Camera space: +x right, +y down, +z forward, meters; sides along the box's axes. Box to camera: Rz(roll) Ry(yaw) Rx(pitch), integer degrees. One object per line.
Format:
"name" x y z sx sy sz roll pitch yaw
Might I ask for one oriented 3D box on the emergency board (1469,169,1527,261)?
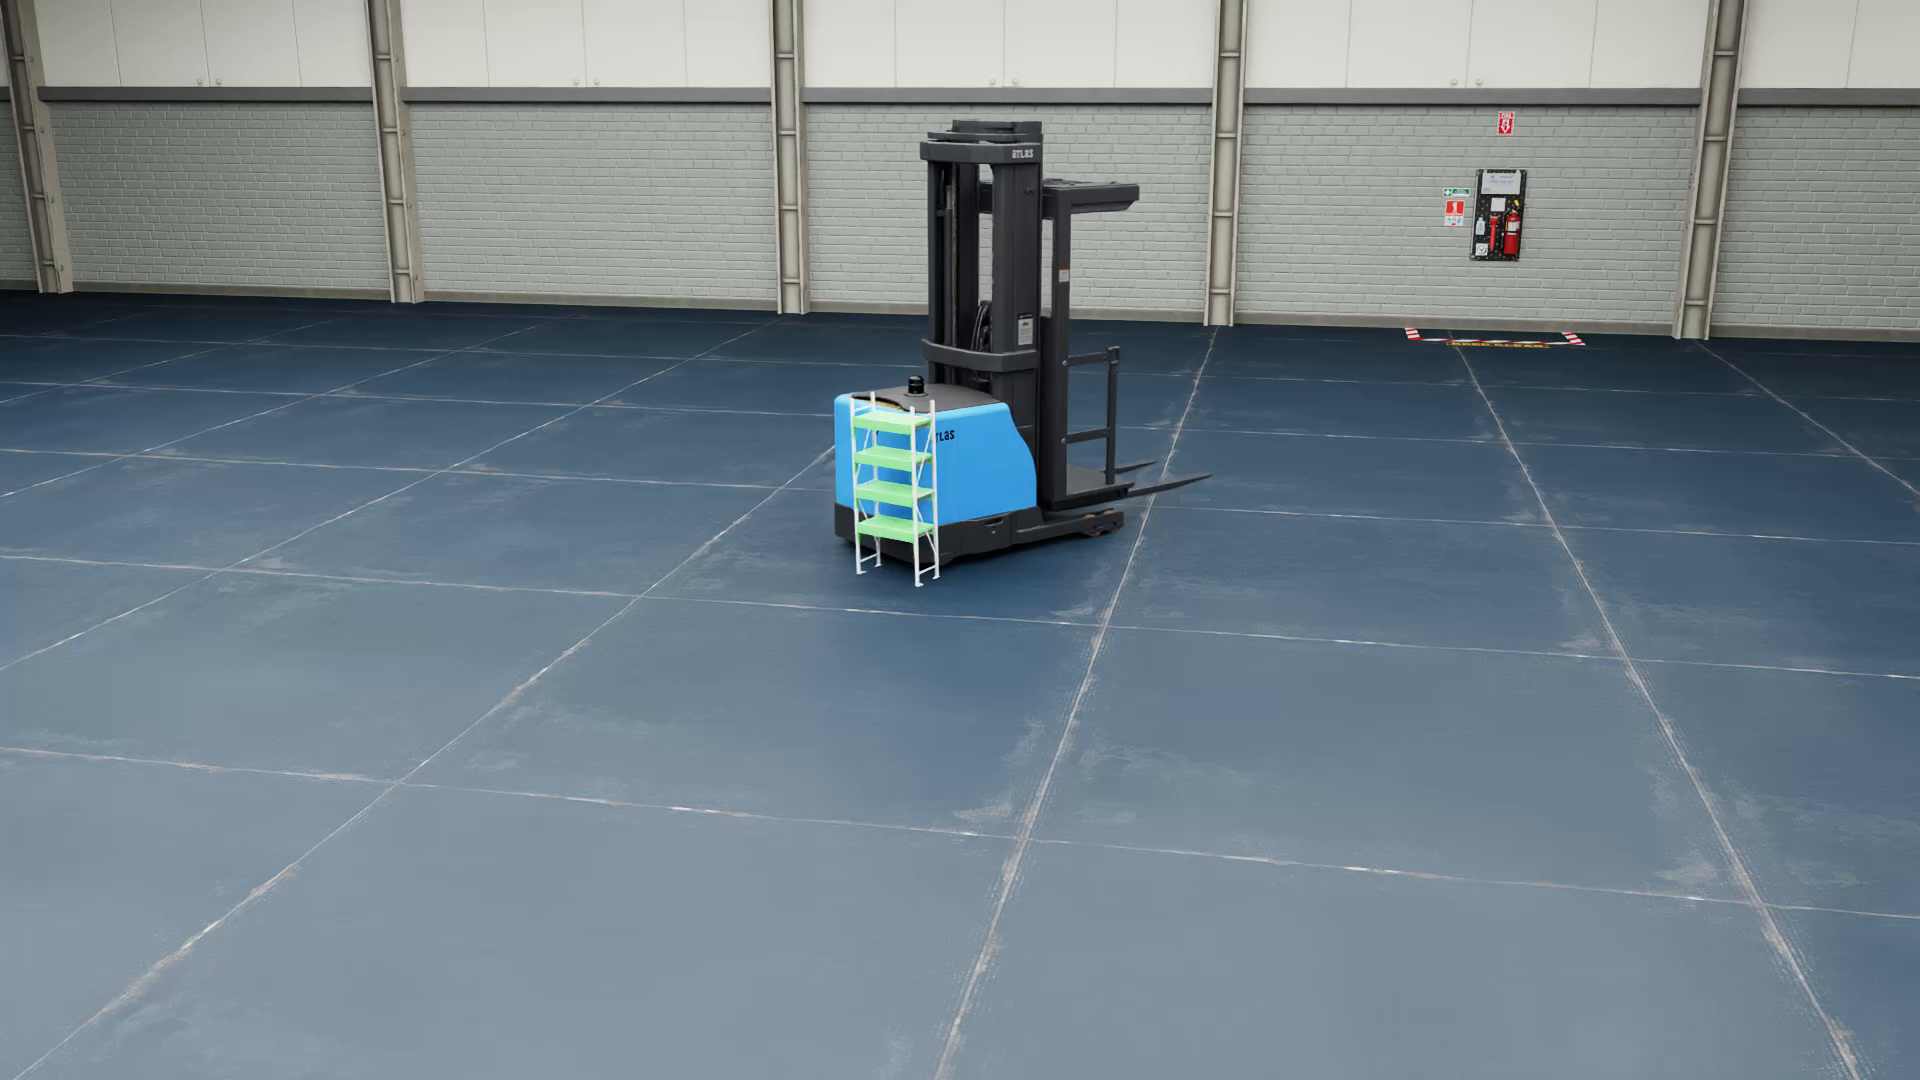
"emergency board" 6.979 -4.194 21.514 0.643 1.169 0.194 3 16 11

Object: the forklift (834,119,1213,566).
"forklift" 0.581 -1.532 12.033 3.031 2.935 1.130 -12 19 -36

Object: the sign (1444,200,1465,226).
"sign" 6.458 -4.268 21.713 0.234 0.329 0.001 3 16 11

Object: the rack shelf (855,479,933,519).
"rack shelf" -0.427 -0.274 10.957 0.480 0.148 0.258 11 21 34

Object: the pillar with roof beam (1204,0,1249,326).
"pillar with roof beam" 2.655 -6.137 17.290 0.400 9.000 9.100 3 16 11

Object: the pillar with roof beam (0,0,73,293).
"pillar with roof beam" -14.984 -7.094 20.746 0.400 9.000 9.100 3 16 11

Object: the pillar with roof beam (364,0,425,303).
"pillar with roof beam" -9.104 -6.775 19.594 0.400 9.000 9.100 3 16 11

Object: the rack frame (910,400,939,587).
"rack frame" -0.228 -0.298 10.803 0.015 1.200 0.240 11 21 34

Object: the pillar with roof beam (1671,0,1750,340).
"pillar with roof beam" 8.535 -5.818 16.137 0.400 9.000 9.100 3 16 11

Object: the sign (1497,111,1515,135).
"sign" 6.991 -5.338 21.300 0.199 0.298 0.001 3 16 11

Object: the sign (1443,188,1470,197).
"sign" 6.460 -4.521 21.633 0.331 0.109 0.001 3 16 11

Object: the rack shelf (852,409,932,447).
"rack shelf" -0.437 -0.733 10.815 0.480 0.148 0.258 11 21 34

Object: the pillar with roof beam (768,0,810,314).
"pillar with roof beam" -3.224 -6.456 18.442 0.400 9.000 9.100 3 16 11

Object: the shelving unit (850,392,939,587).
"shelving unit" -0.428 -0.335 10.938 0.503 1.200 0.258 11 21 34

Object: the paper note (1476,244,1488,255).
"paper note" 6.819 -3.797 21.731 0.142 0.148 0.016 3 16 11

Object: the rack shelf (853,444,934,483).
"rack shelf" -0.432 -0.504 10.886 0.480 0.148 0.258 11 21 34

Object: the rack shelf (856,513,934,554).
"rack shelf" -0.422 -0.045 11.027 0.480 0.148 0.258 11 21 34

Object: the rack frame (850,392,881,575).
"rack frame" -0.628 -0.373 11.073 0.015 1.200 0.240 11 21 34
